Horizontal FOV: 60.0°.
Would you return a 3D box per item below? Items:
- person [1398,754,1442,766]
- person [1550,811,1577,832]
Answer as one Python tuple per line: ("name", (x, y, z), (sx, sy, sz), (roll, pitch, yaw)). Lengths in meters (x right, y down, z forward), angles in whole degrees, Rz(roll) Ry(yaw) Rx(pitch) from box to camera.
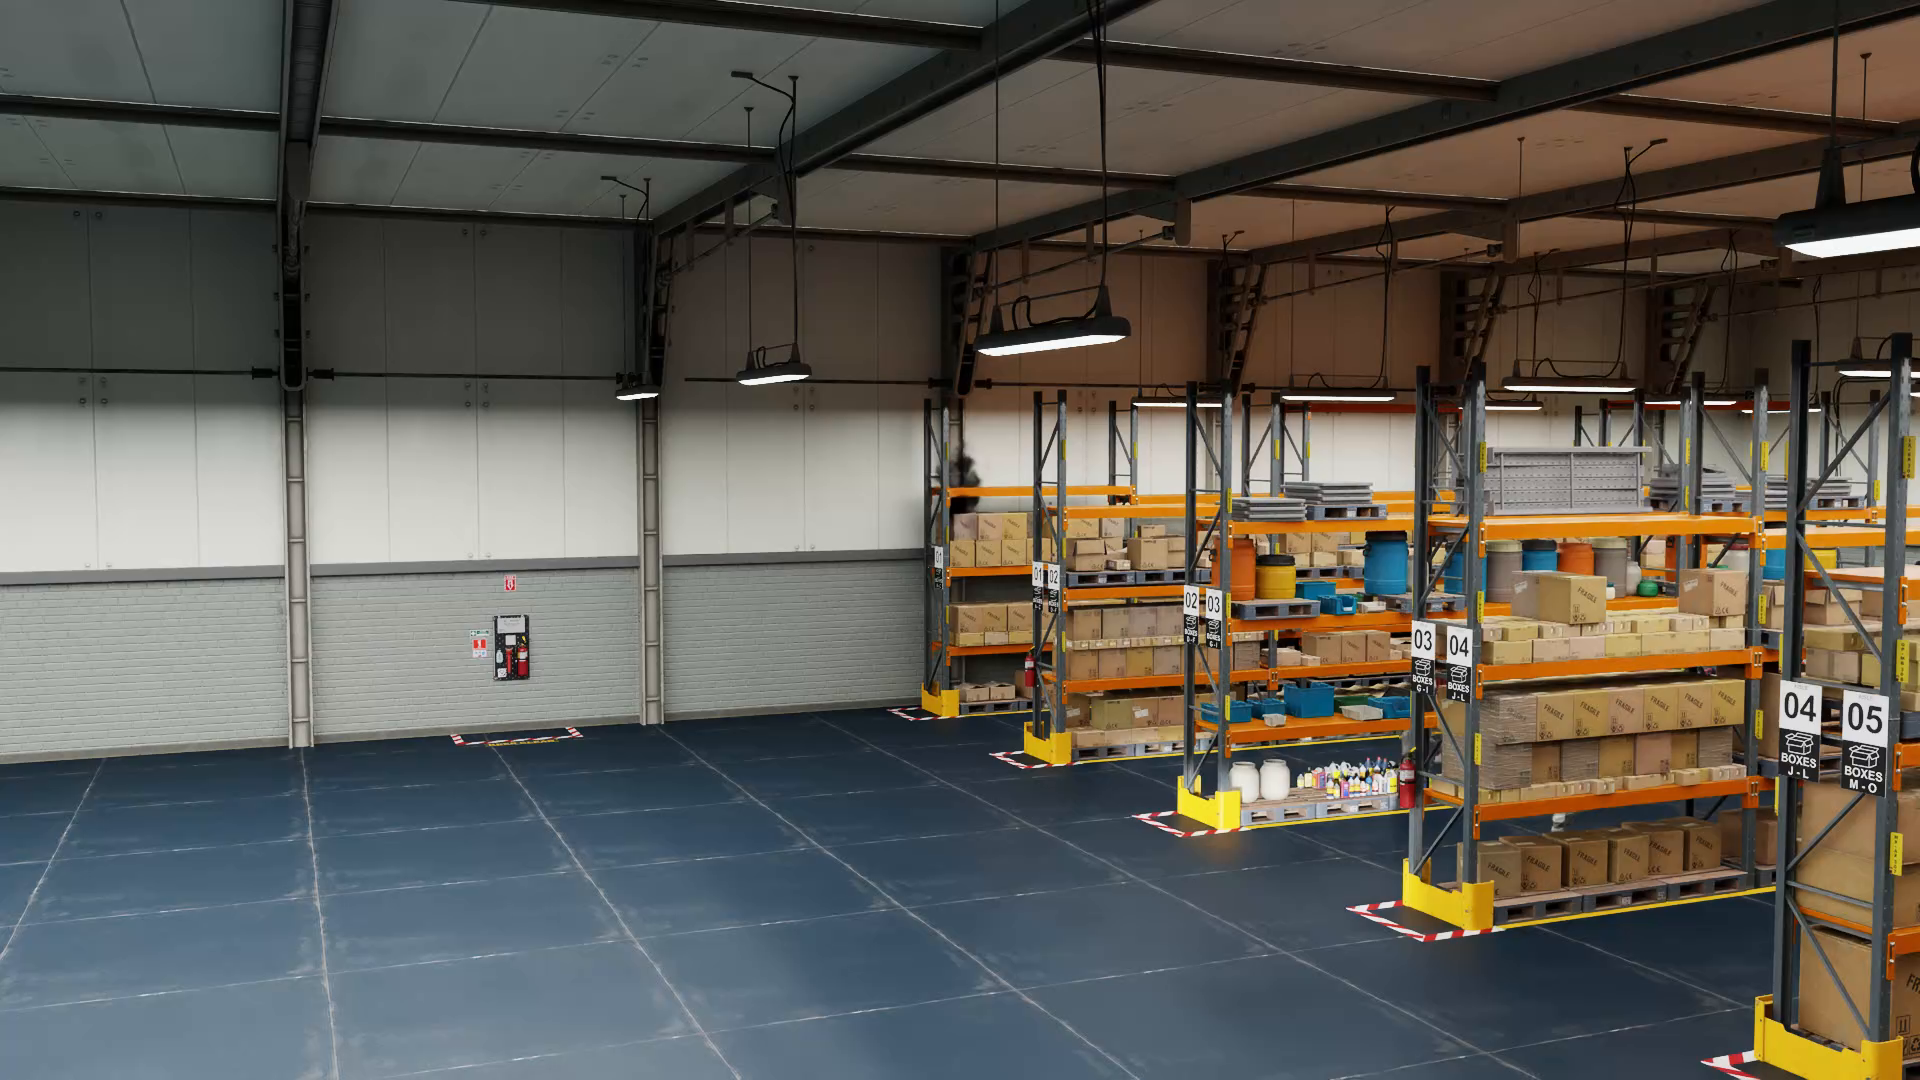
("person", (7.262, 2.782, 26.260), (0.914, 1.645, 0.575), (-2, 4, -24))
("person", (7.872, 3.147, 21.658), (0.692, 1.479, 0.631), (-2, 4, -33))
